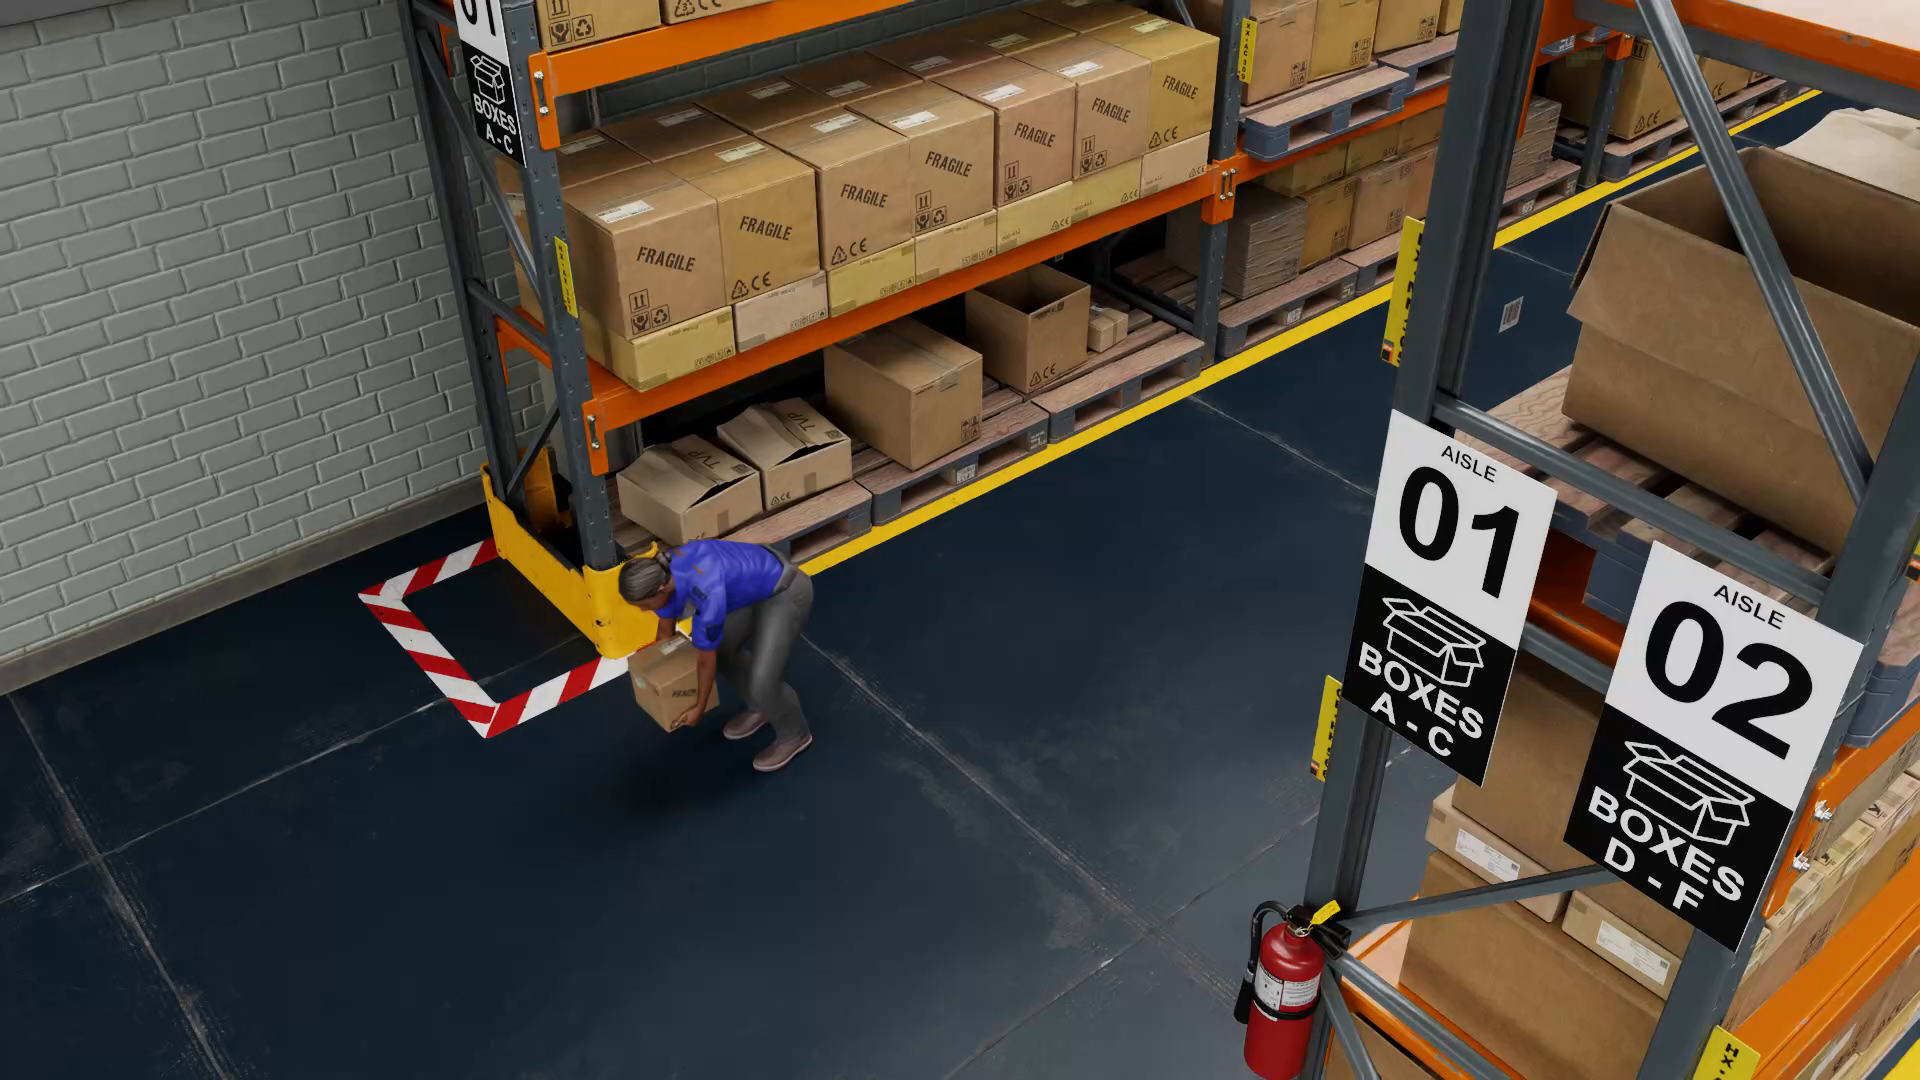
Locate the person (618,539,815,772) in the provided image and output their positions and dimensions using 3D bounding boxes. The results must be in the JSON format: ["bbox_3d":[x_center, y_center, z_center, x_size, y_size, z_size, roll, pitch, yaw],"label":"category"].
[{"bbox_3d":[-0.979,0.450,6.839,0.825,1.221,0.428,-26,44,-31],"label":"person"}]
